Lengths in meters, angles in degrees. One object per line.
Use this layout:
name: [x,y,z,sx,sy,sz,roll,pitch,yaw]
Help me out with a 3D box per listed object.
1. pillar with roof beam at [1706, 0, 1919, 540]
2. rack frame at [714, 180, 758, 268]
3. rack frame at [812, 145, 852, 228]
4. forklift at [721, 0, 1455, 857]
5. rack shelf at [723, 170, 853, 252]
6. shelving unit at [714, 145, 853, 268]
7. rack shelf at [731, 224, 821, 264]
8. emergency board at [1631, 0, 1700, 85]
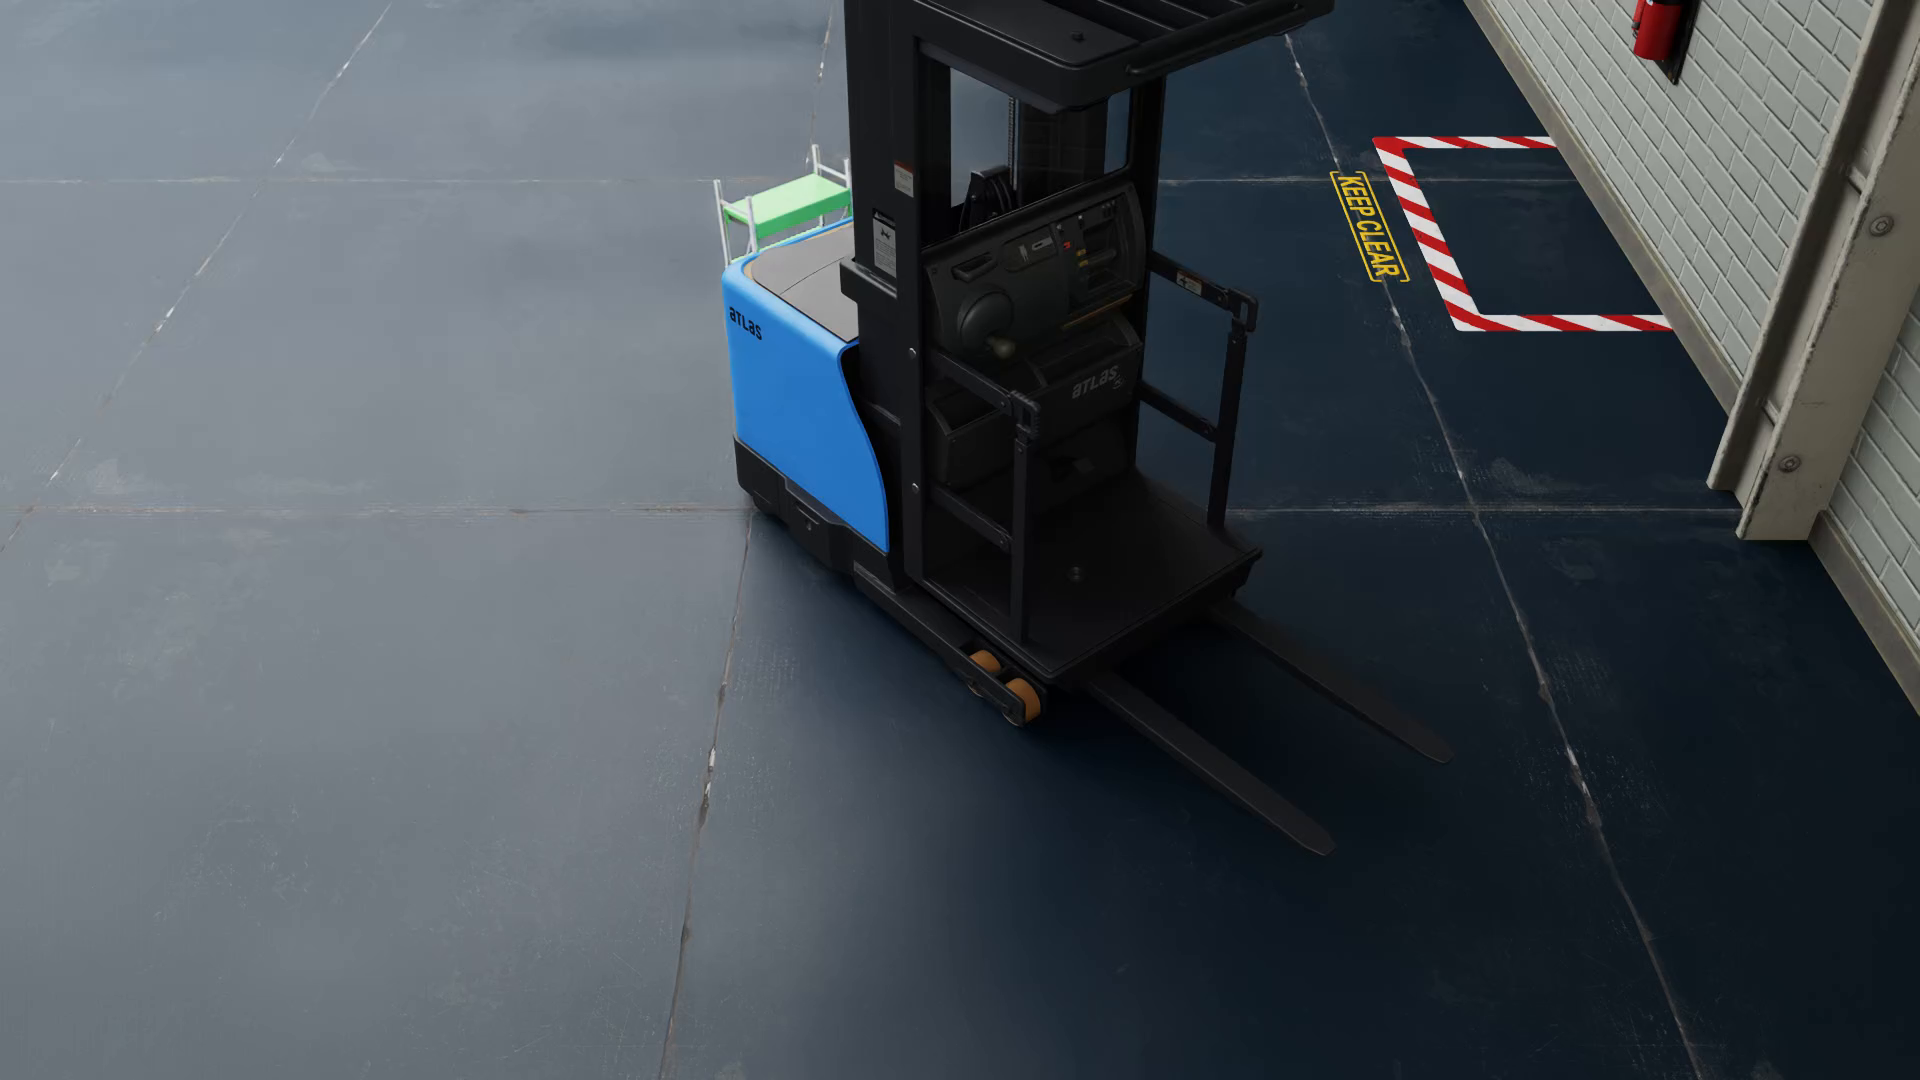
pillar with roof beam: [-0.984,-3.634,4.089,9.100,9.000,0.400,0,39,0]
rack frame: [-0.867,-0.894,6.892,0.015,1.200,0.240,-28,42,-31]
rack frame: [-0.498,-1.094,7.141,0.015,1.200,0.240,-28,42,-31]
forklift: [0.408,-0.843,5.458,1.130,2.935,3.031,-28,46,-30]
rack shelf: [-0.702,-1.332,6.775,0.480,0.148,0.258,-28,42,-31]
shelving unit: [-0.682,-0.994,7.017,0.503,1.200,0.258,-28,42,-31]
rack shelf: [-0.690,-1.137,6.914,0.480,0.148,0.258,-28,42,-31]
emergency board: [3.357,-2.841,7.897,0.194,1.169,0.643,0,39,0]
